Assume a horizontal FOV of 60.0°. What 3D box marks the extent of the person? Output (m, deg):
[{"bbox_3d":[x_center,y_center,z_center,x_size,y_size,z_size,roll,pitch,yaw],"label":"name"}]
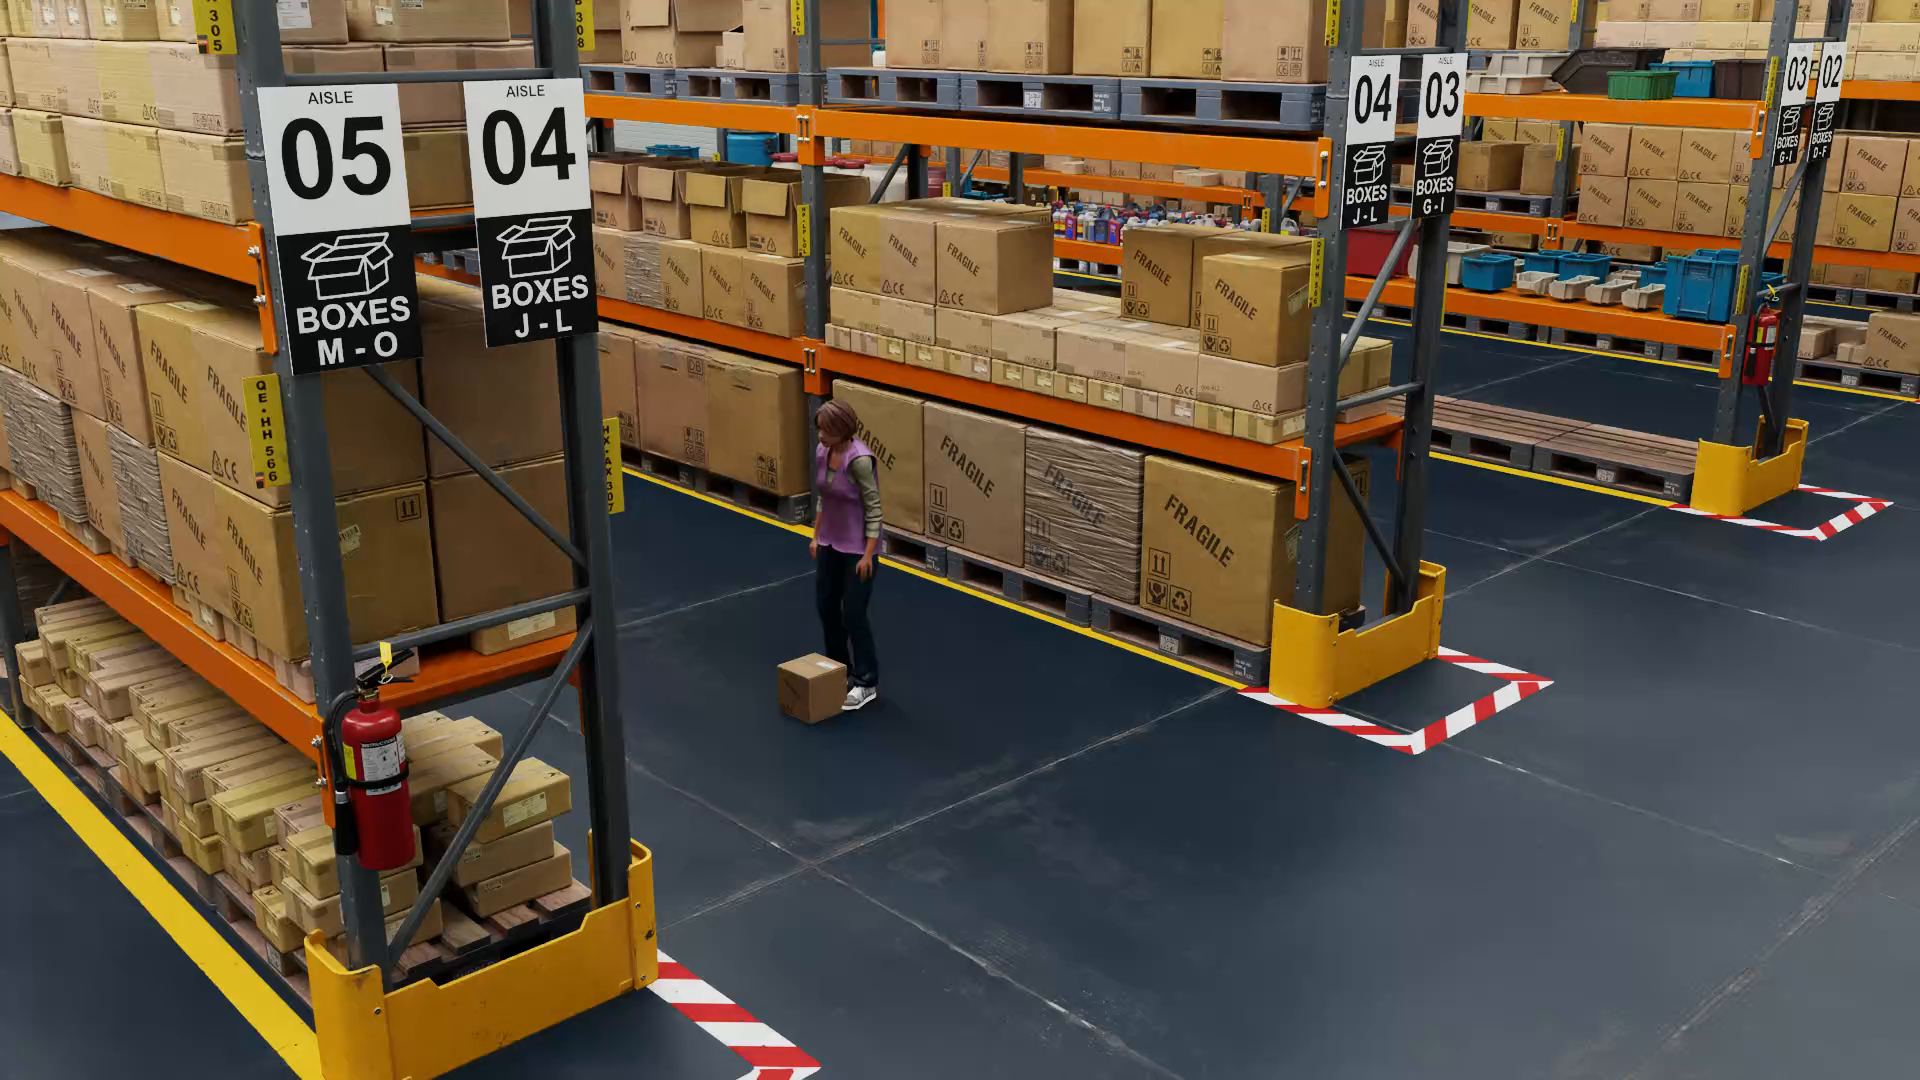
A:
[{"bbox_3d":[-0.576,0.057,8.392,0.345,1.591,0.460,-17,24,-42],"label":"person"}]
